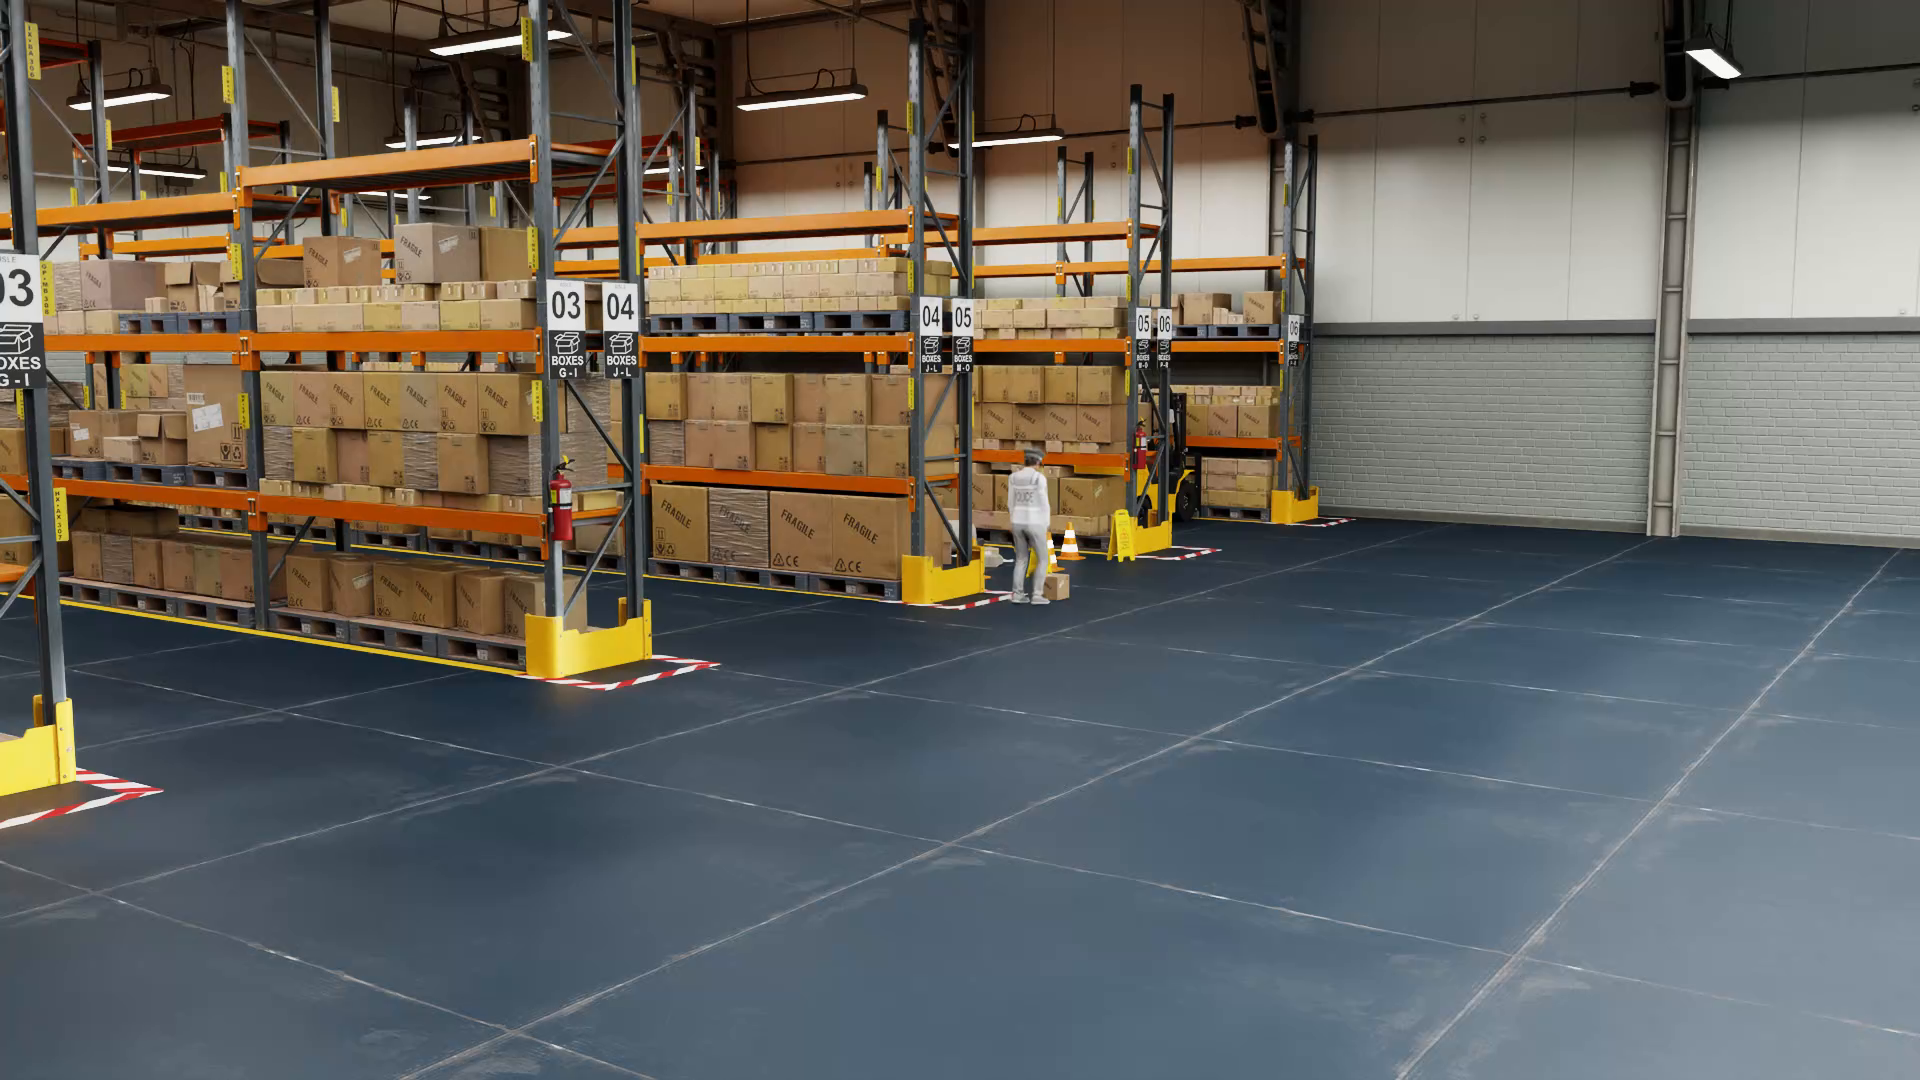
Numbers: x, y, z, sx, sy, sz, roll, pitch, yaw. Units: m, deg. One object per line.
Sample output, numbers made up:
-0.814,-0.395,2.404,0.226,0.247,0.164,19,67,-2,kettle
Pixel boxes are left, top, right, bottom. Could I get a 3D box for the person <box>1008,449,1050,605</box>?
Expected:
0.725,-0.139,17.427,0.496,1.635,0.428,4,8,35,person
